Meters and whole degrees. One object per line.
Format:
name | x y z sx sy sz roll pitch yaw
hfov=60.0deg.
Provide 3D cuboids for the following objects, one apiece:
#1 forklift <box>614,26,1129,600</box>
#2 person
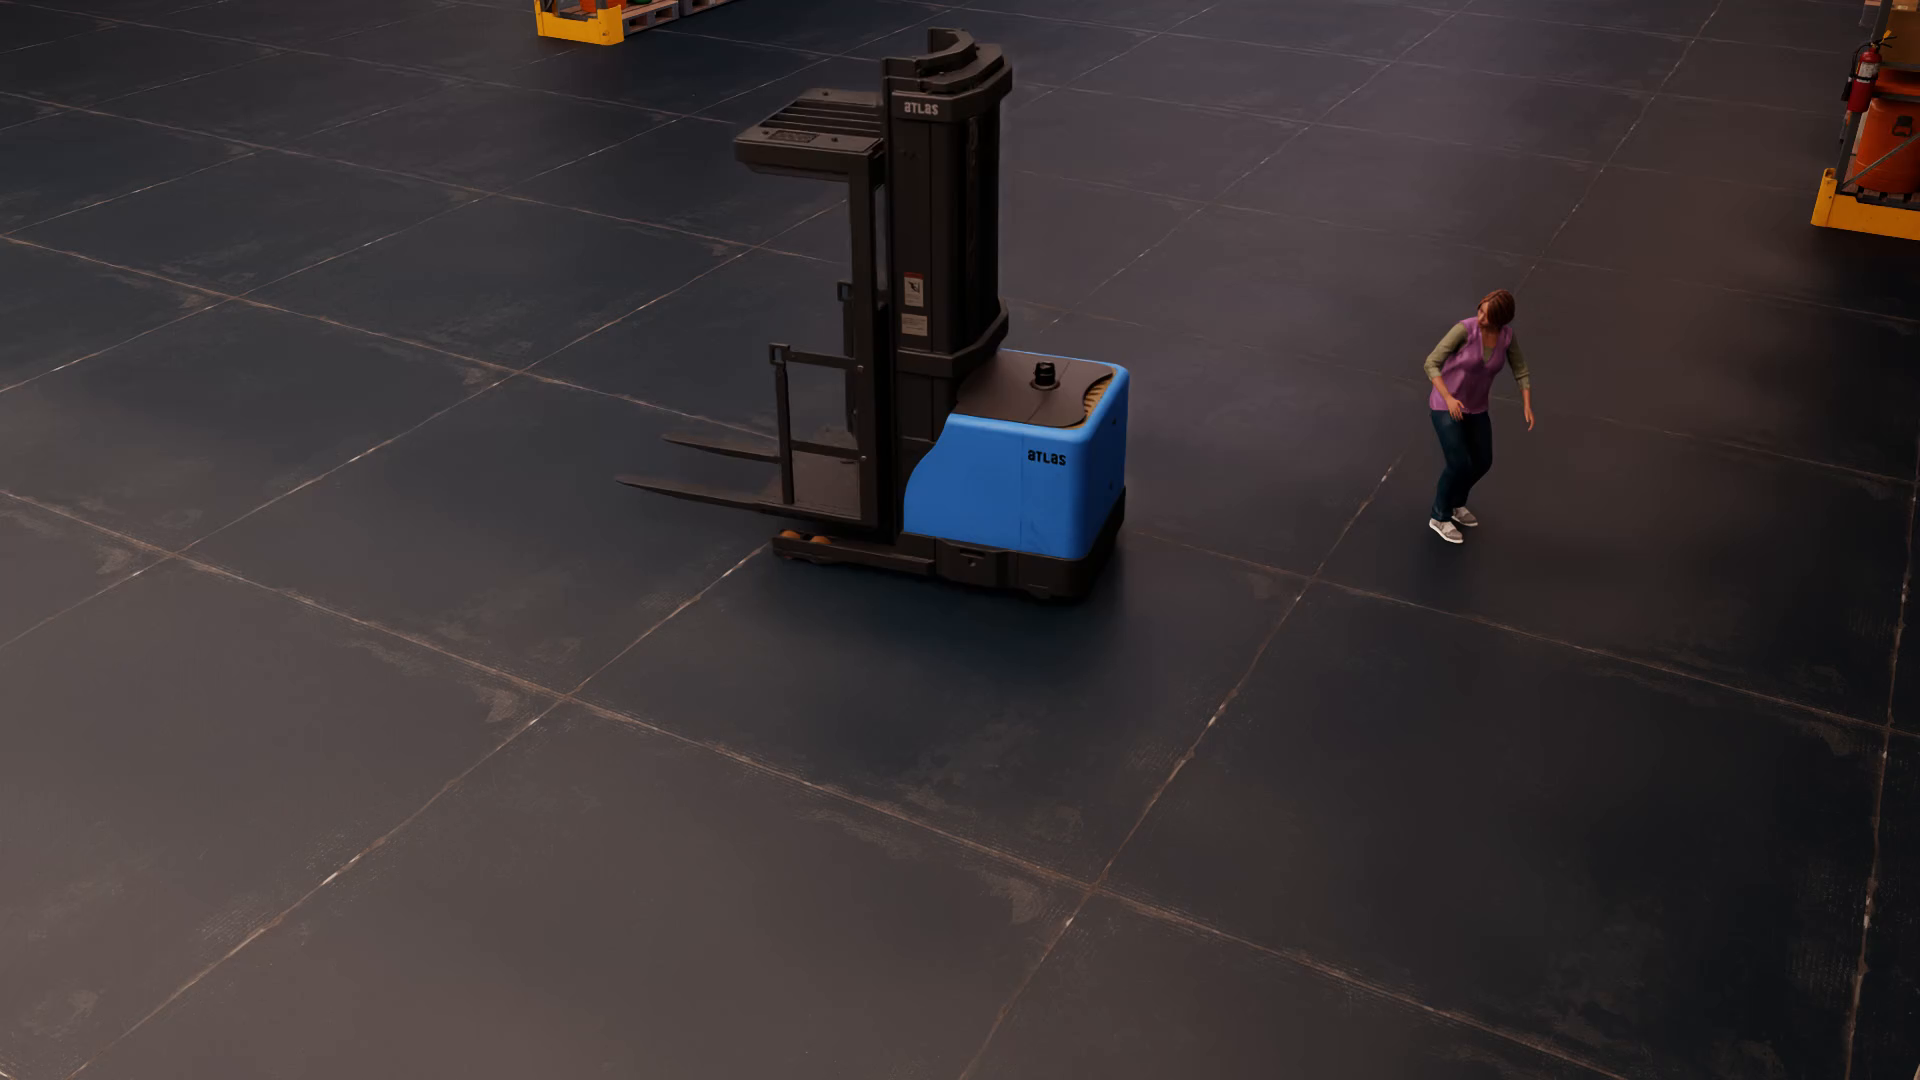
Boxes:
forklift | -0.584 -1.363 9.432 3.031 2.935 1.130 10 31 16
person | 3.020 -0.748 9.781 0.649 1.547 0.456 -9 31 -15
